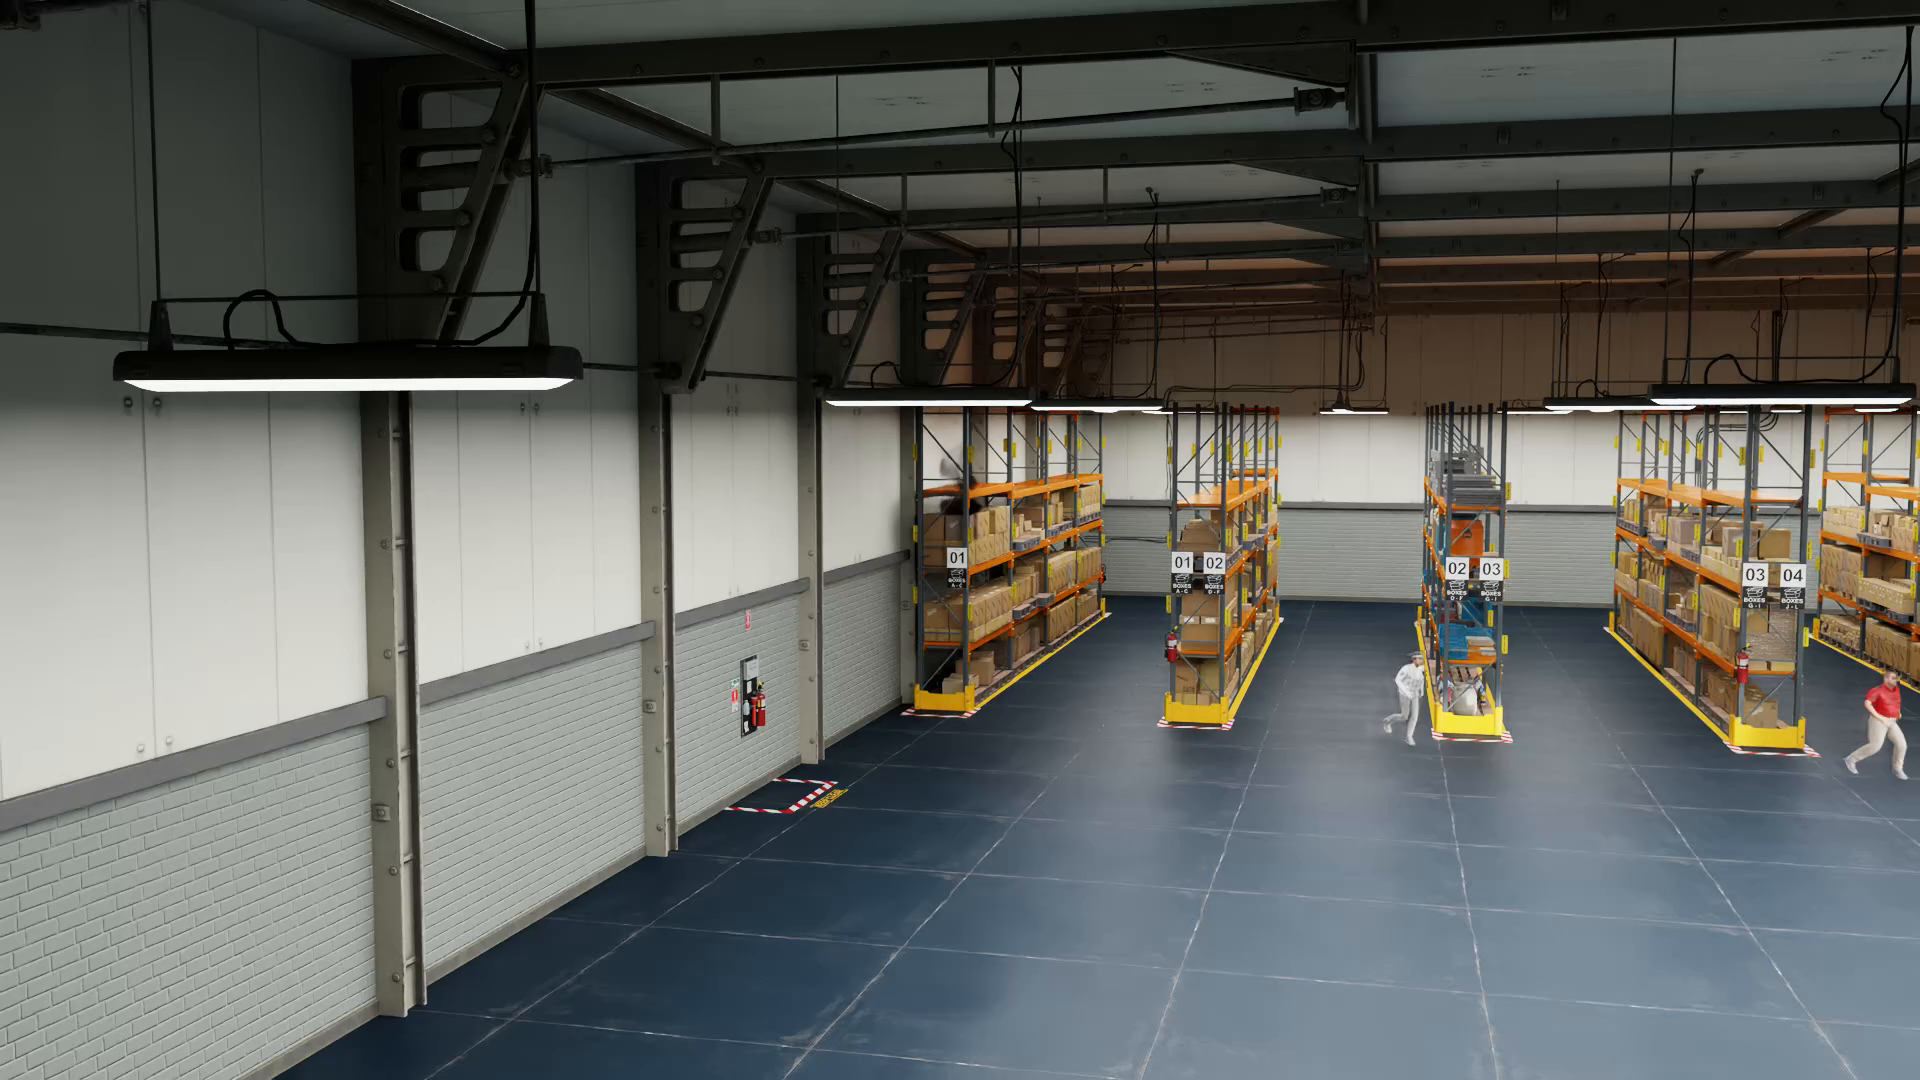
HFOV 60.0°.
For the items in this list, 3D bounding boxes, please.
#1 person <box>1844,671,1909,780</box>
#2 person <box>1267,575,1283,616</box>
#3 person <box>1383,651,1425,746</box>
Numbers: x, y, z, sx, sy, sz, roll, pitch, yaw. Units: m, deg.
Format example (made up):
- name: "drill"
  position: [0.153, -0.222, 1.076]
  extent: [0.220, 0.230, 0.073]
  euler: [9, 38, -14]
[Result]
- name: "person"
  position: [14.670, 2.948, 26.487]
  extent: [0.897, 1.737, 0.735]
  euler: [-2, 5, -25]
- name: "person"
  position: [8.904, 1.394, 47.845]
  extent: [0.829, 1.682, 0.665]
  euler: [1, 4, 11]
- name: "person"
  position: [7.927, 2.746, 29.427]
  extent: [0.652, 1.641, 0.825]
  euler: [-2, 5, -30]
